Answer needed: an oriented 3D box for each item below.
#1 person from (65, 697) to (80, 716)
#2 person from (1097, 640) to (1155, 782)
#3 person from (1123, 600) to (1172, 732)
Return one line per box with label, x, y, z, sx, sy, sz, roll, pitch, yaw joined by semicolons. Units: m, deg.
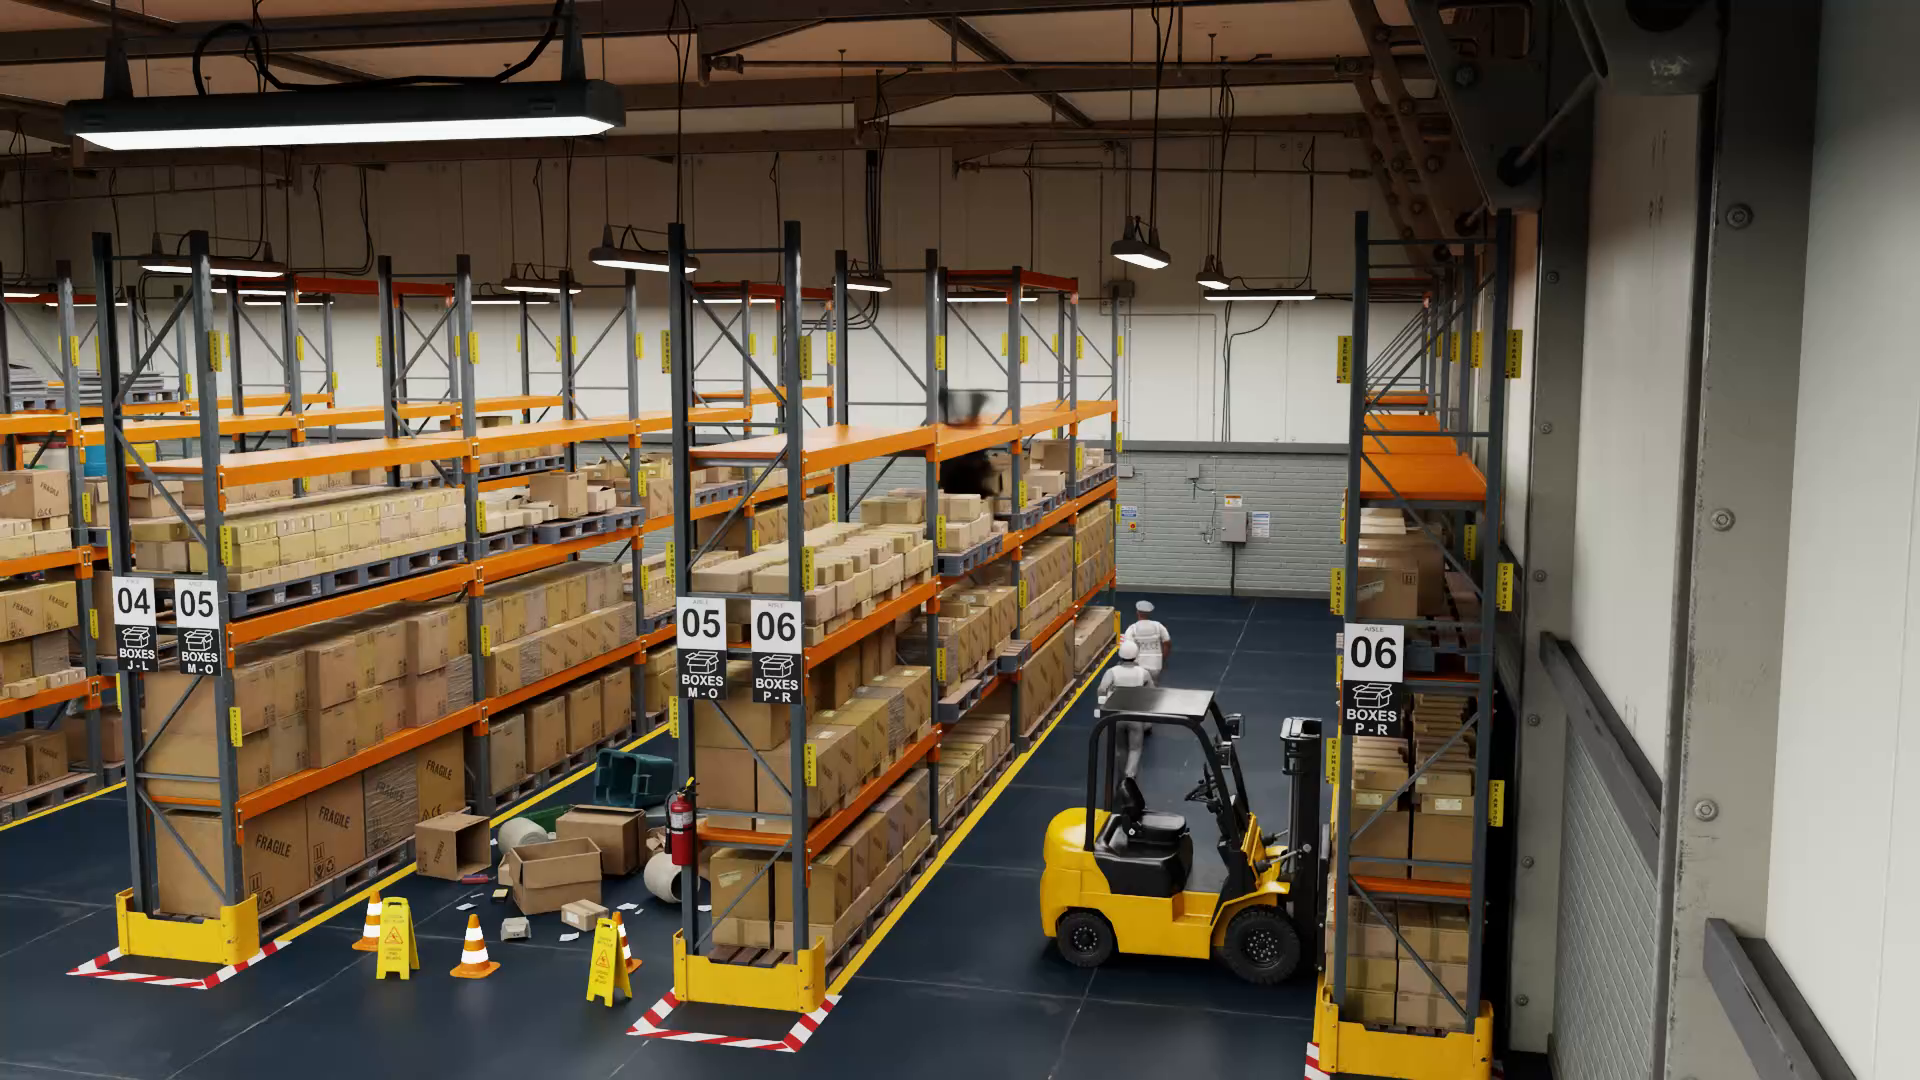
person;-12.042;1.613;22.523;0.511;1.570;1.064;1;7;7
person;1.879;1.996;18.650;0.648;1.756;0.945;1;7;12
person;2.441;1.671;21.769;0.658;1.718;0.568;0;7;-2
